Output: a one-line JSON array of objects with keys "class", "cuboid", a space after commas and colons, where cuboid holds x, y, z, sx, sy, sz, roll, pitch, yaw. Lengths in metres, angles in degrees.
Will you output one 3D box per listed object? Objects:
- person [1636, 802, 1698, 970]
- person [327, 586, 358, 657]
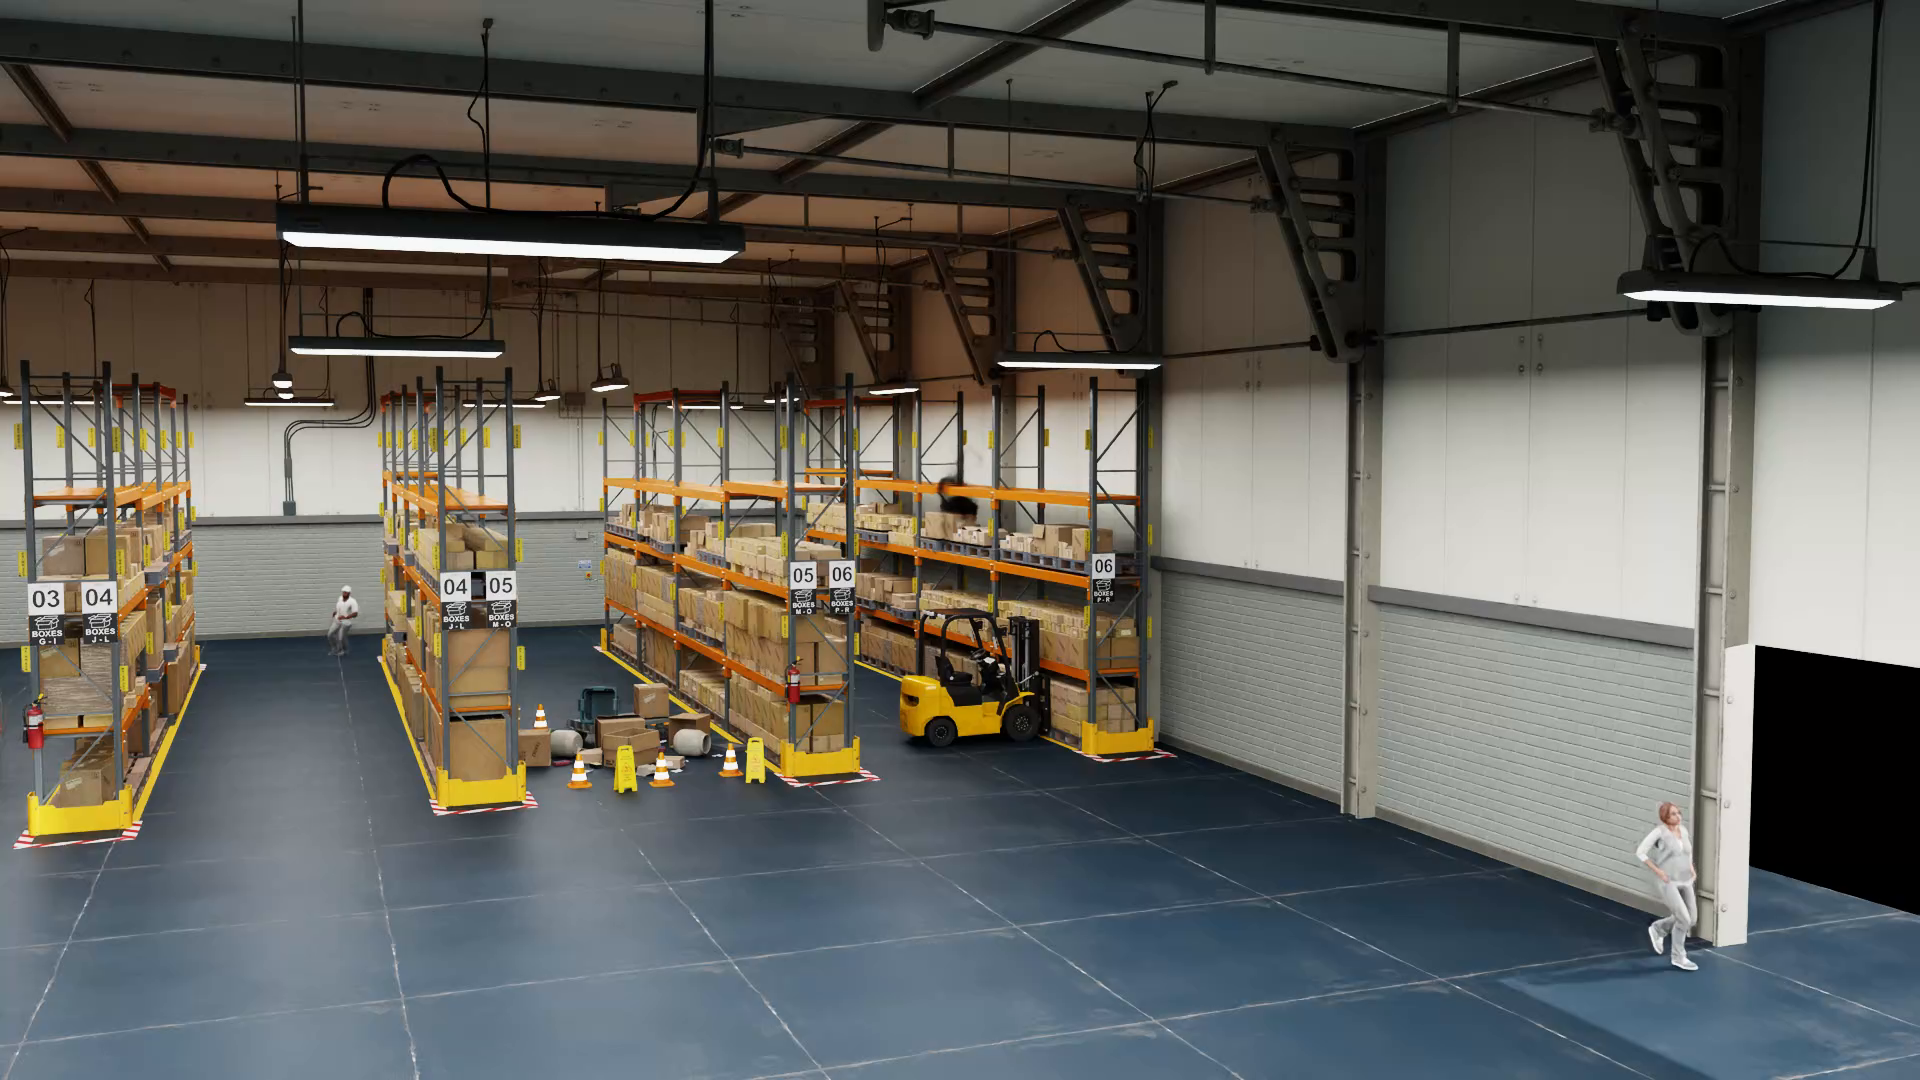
[{"class": "person", "cuboid": [6.750, 3.269, 15.832, 0.558, 1.554, 0.583, -1, 4, -20]}, {"class": "person", "cuboid": [-14.145, 1.866, 38.162, 0.860, 1.666, 0.638, 2, 4, 28]}]
